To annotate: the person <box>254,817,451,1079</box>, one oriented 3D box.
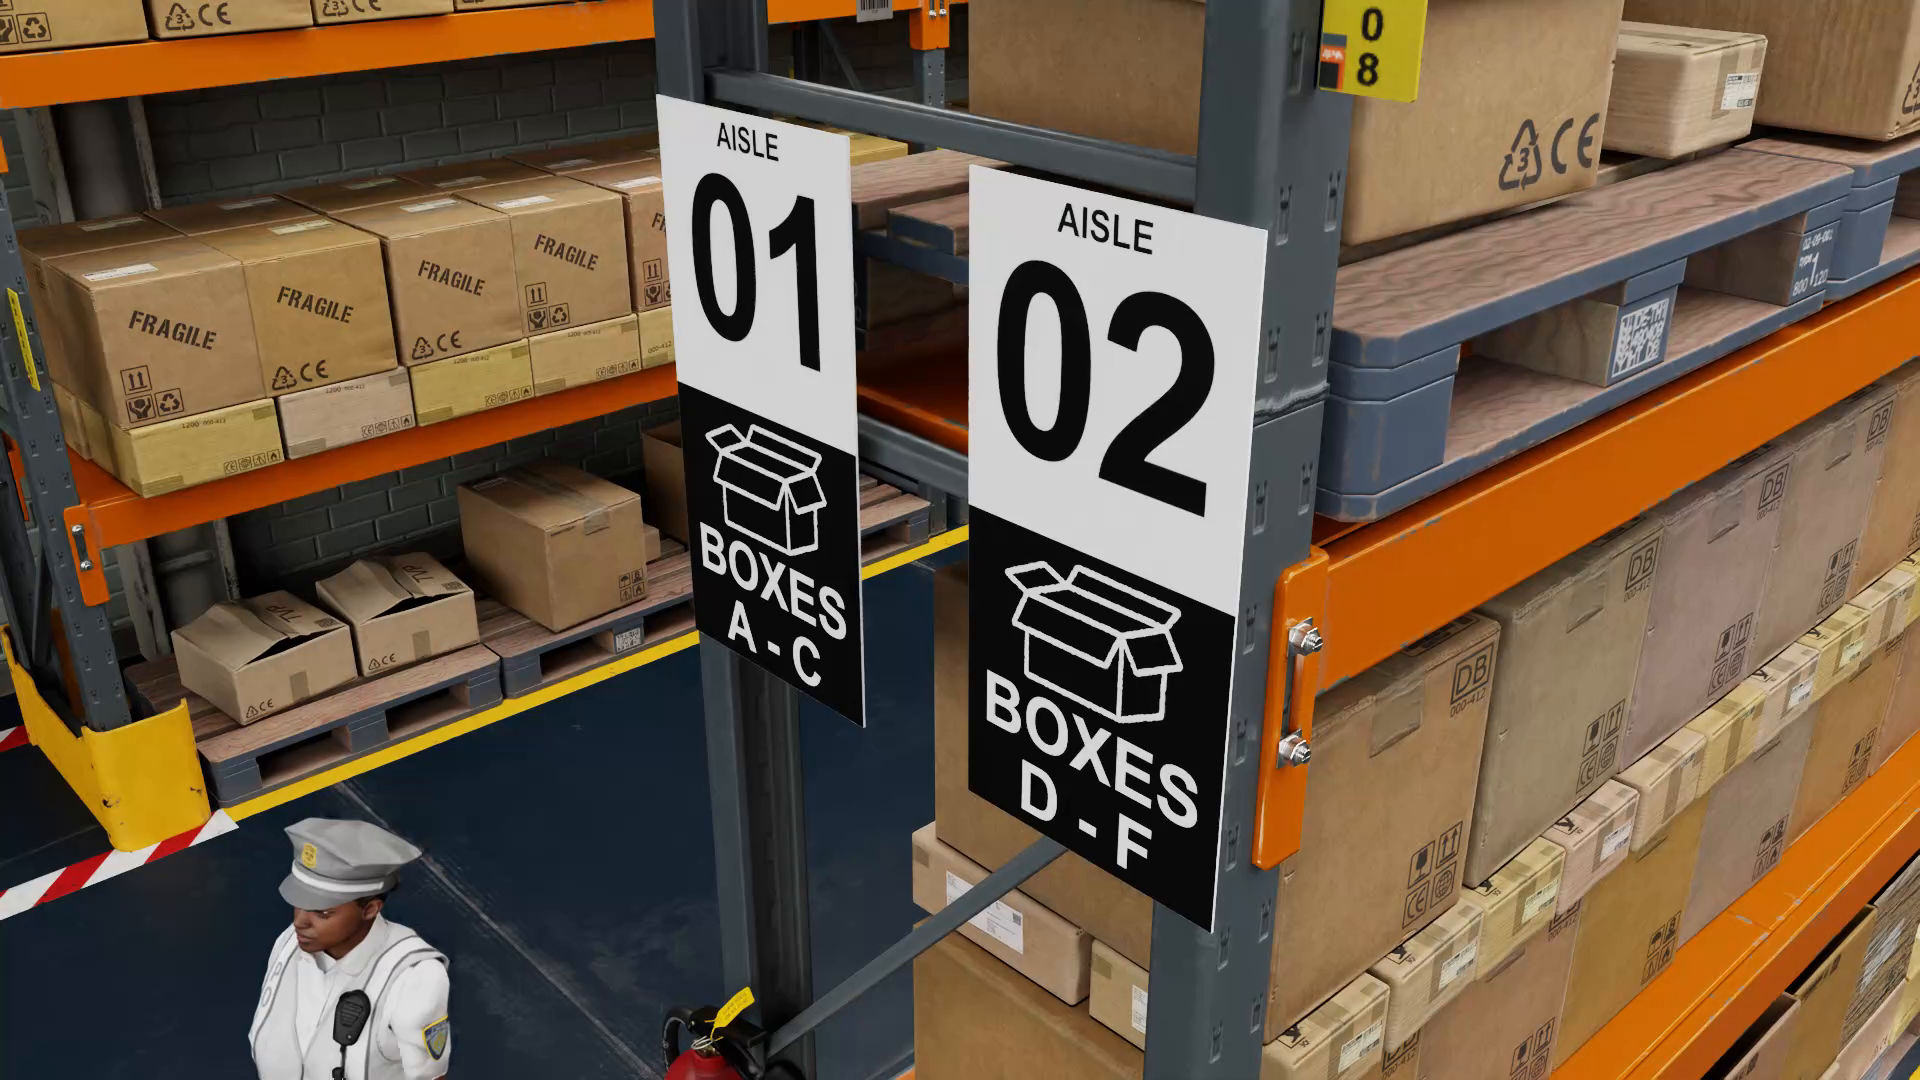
[{"bbox_3d":[-1.273,1.327,3.605,0.449,1.673,0.549,9,26,20],"label":"person"}]
